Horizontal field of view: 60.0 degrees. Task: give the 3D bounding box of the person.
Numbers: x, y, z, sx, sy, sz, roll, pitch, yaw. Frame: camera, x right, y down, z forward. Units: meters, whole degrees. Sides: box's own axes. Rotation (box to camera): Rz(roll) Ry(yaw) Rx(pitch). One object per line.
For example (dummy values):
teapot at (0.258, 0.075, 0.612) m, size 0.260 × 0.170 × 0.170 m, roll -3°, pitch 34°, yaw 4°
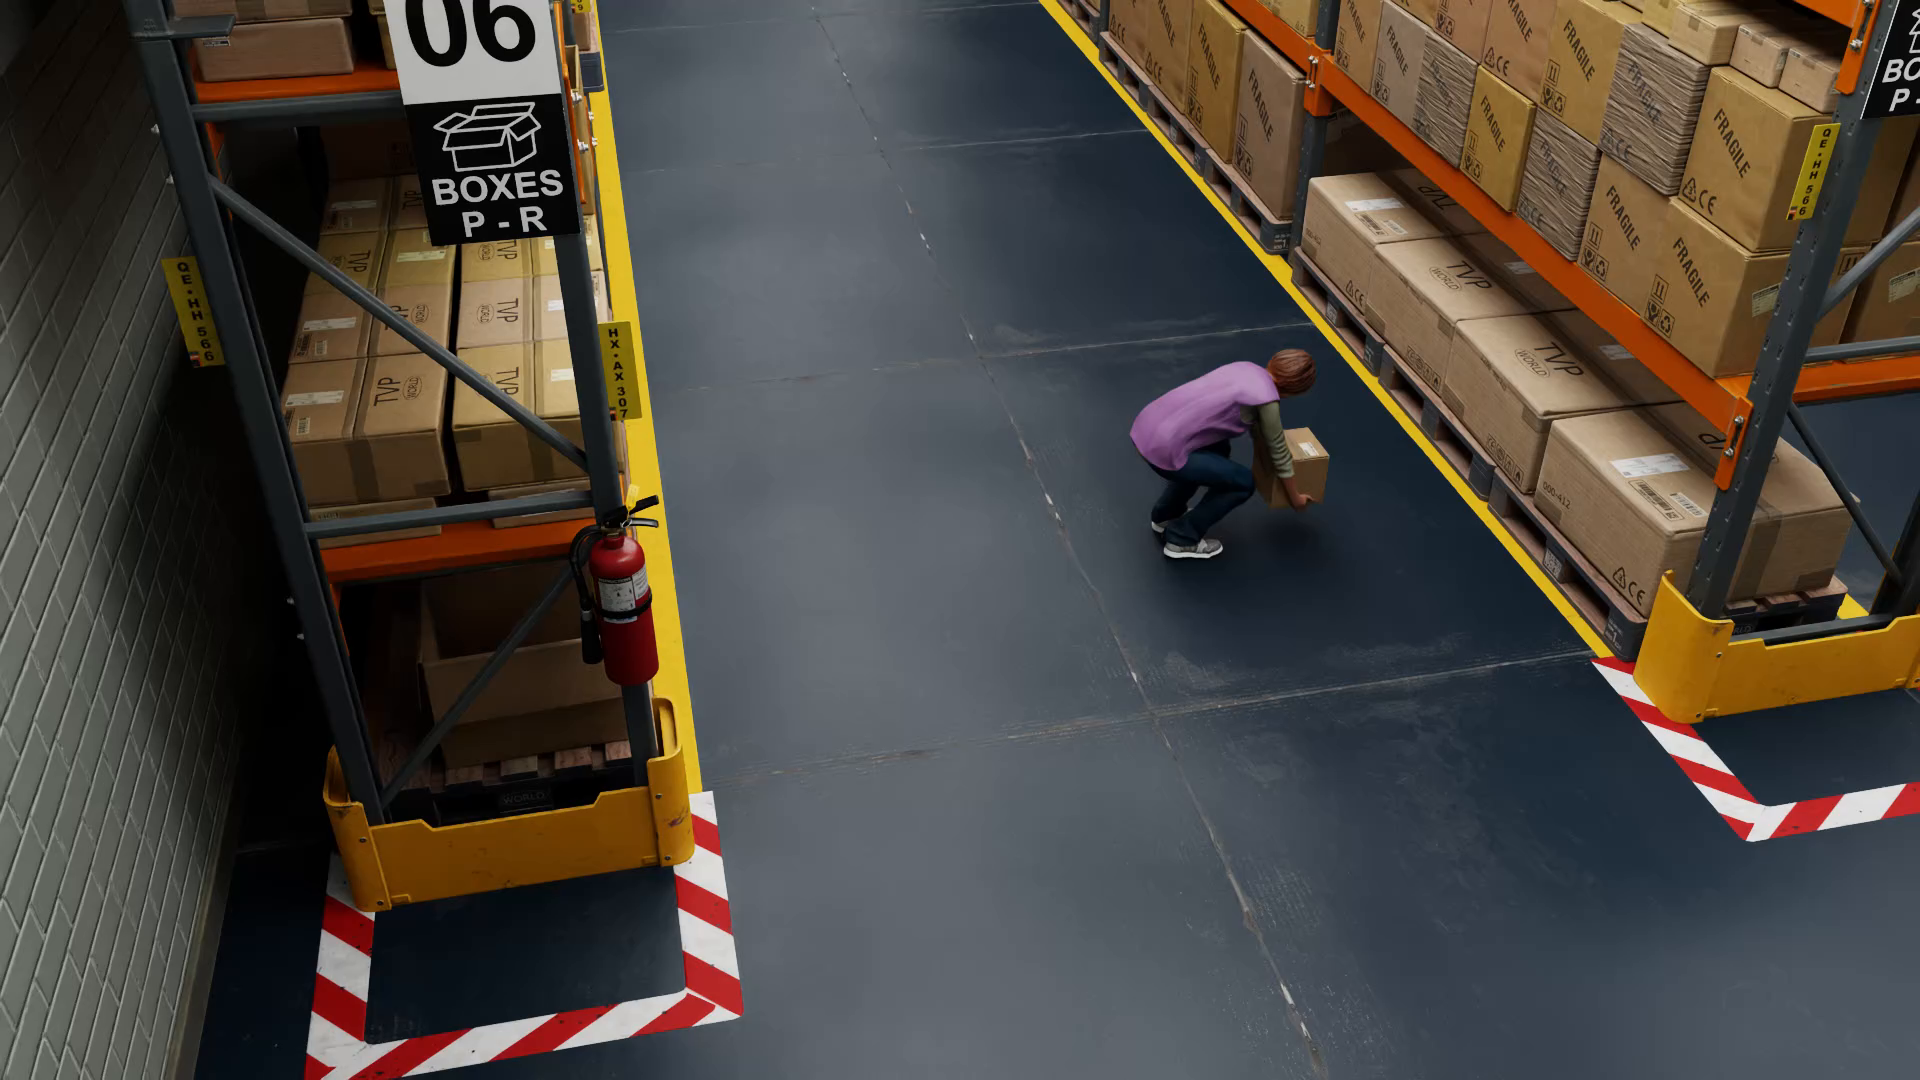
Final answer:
person at (1.146, -0.384, 7.322) m, size 0.834 × 0.896 × 0.427 m, roll -8°, pitch 36°, yaw -12°
